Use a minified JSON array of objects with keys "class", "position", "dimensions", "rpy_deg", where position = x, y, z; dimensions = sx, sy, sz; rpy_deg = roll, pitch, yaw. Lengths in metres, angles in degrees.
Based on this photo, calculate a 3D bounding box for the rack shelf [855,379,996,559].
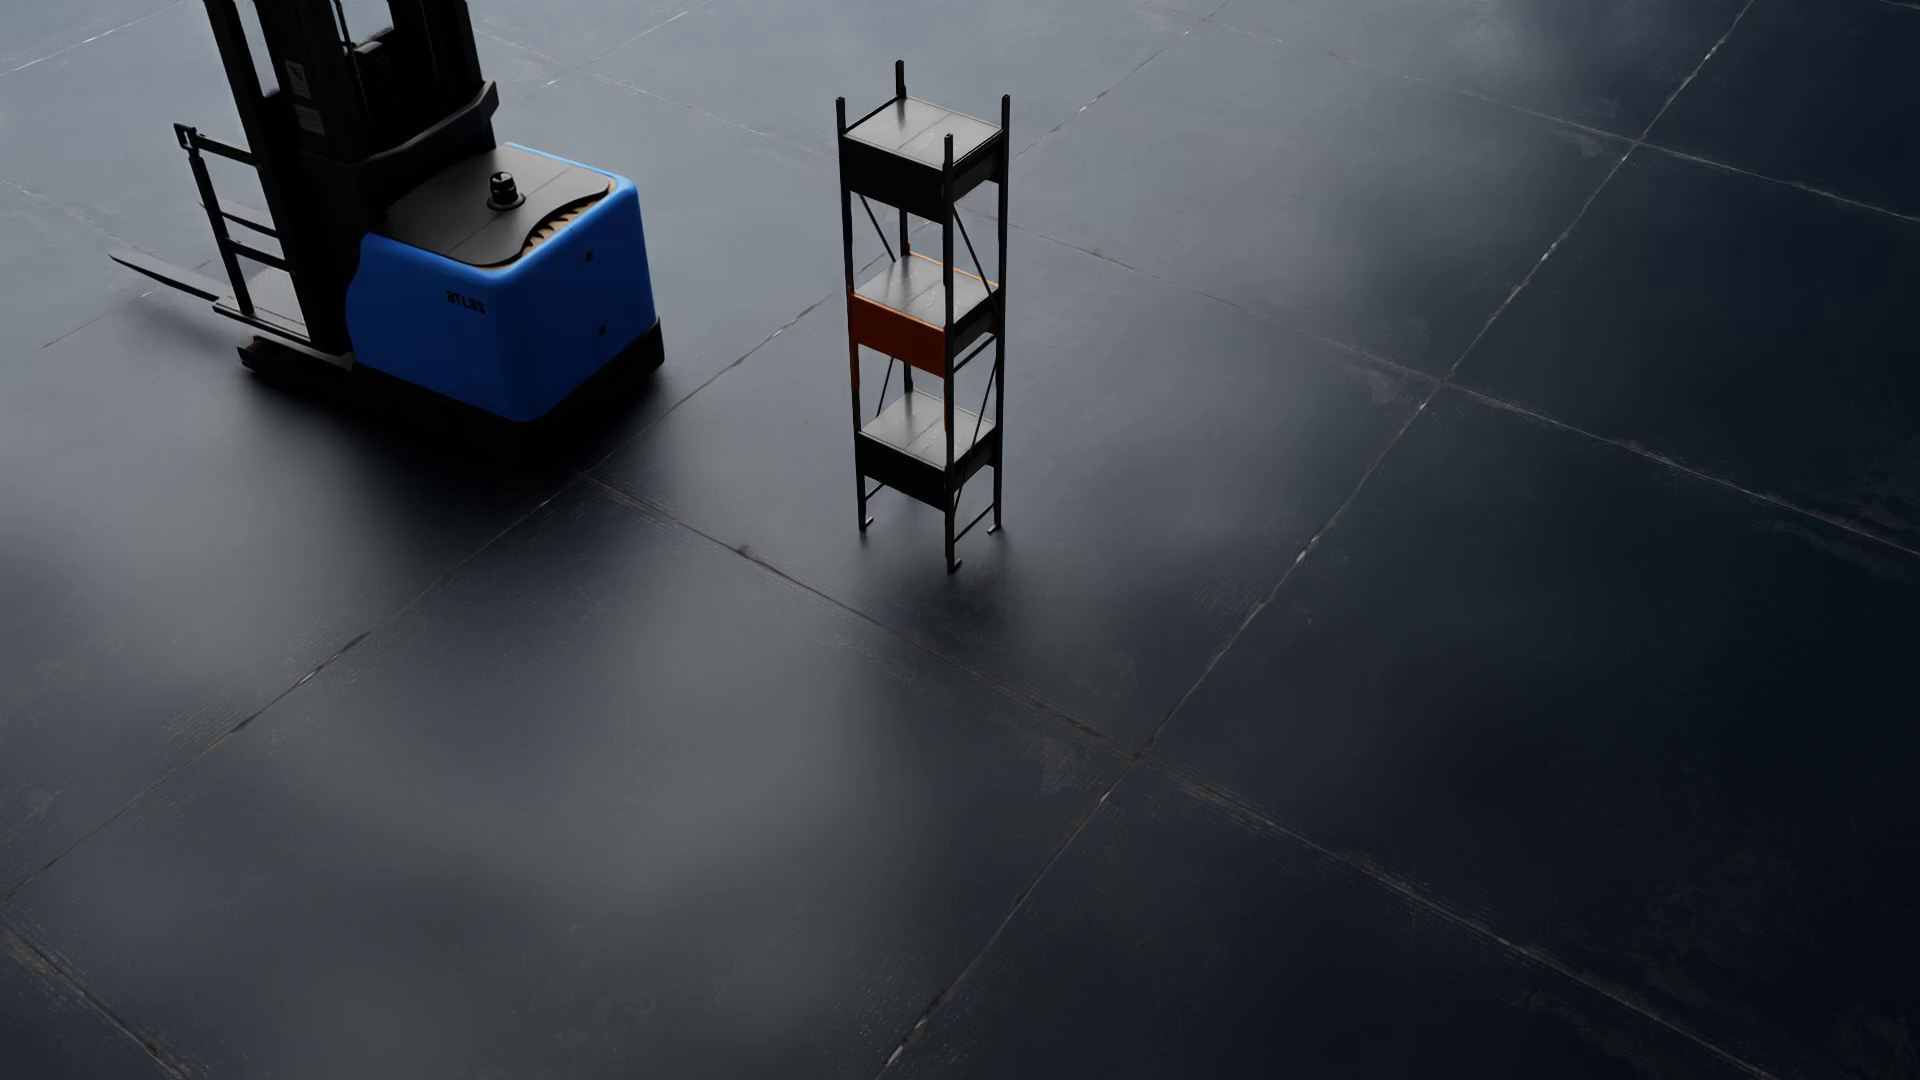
[{"class":"rack shelf","position":[-0.136,-0.314,7.284],"dimensions":[0.480,0.518,0.431],"rpy_deg":[25,48,25]}]

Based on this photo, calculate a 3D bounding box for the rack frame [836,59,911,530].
[{"class":"rack frame","position":[-0.335,-0.939,6.913],"dimensions":[0.015,2.100,0.400],"rpy_deg":[25,48,25]}]

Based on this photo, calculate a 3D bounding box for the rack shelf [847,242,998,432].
[{"class":"rack shelf","position":[-0.136,-0.836,6.818],"dimensions":[0.480,0.518,0.431],"rpy_deg":[25,48,25]}]

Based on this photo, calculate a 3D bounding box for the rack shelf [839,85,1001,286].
[{"class":"rack shelf","position":[-0.135,-1.357,6.351],"dimensions":[0.480,0.518,0.431],"rpy_deg":[25,48,25]}]

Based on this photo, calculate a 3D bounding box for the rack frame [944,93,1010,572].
[{"class":"rack frame","position":[0.064,-0.752,6.704],"dimensions":[0.015,2.100,0.400],"rpy_deg":[25,48,25]}]

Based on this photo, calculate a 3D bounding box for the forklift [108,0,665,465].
[{"class":"forklift","position":[-3.022,-2.151,7.644],"dimensions":[3.031,2.935,1.130],"rpy_deg":[20,46,21]}]

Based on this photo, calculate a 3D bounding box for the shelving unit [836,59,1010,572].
[{"class":"shelving unit","position":[-0.136,-0.846,6.809],"dimensions":[0.503,2.100,0.431],"rpy_deg":[25,48,25]}]
